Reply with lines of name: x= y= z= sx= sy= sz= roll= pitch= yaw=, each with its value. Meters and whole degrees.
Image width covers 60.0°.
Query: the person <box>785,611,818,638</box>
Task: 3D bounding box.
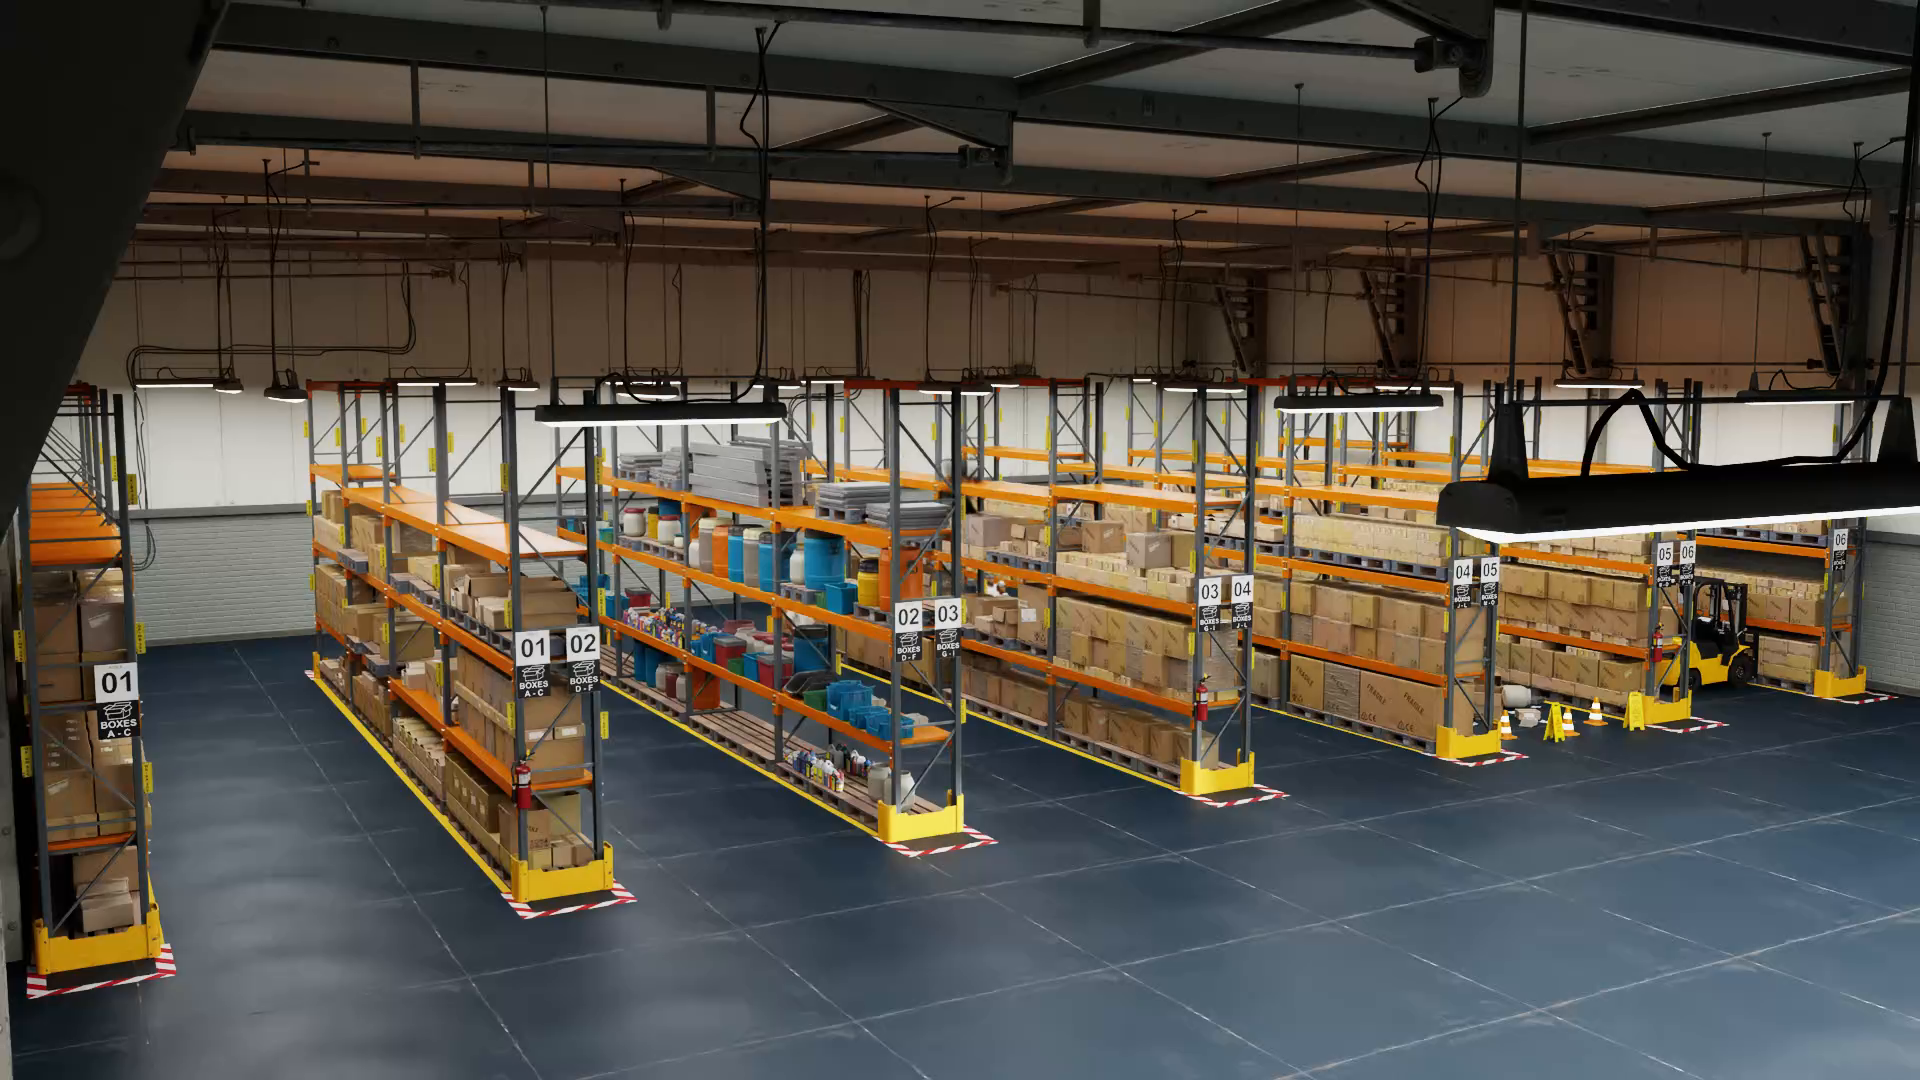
person: x=-2.984 y=1.815 z=31.750 sx=0.705 sy=1.744 sz=0.512 roll=-5 pitch=8 yaw=-40

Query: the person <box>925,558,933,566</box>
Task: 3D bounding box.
person: x=-0.847 y=1.136 z=41.576 sx=0.678 sy=1.559 sz=0.549 roll=6 pitch=9 yaw=45

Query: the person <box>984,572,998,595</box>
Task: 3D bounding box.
person: x=0.722 y=1.558 z=36.787 sx=0.673 sy=1.746 sz=0.527 roll=-2 pitch=7 yaw=-22

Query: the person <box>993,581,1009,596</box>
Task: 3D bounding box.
person: x=0.835 y=1.653 z=33.757 sx=0.613 sy=1.648 sz=0.633 roll=-4 pitch=7 yaw=-32
